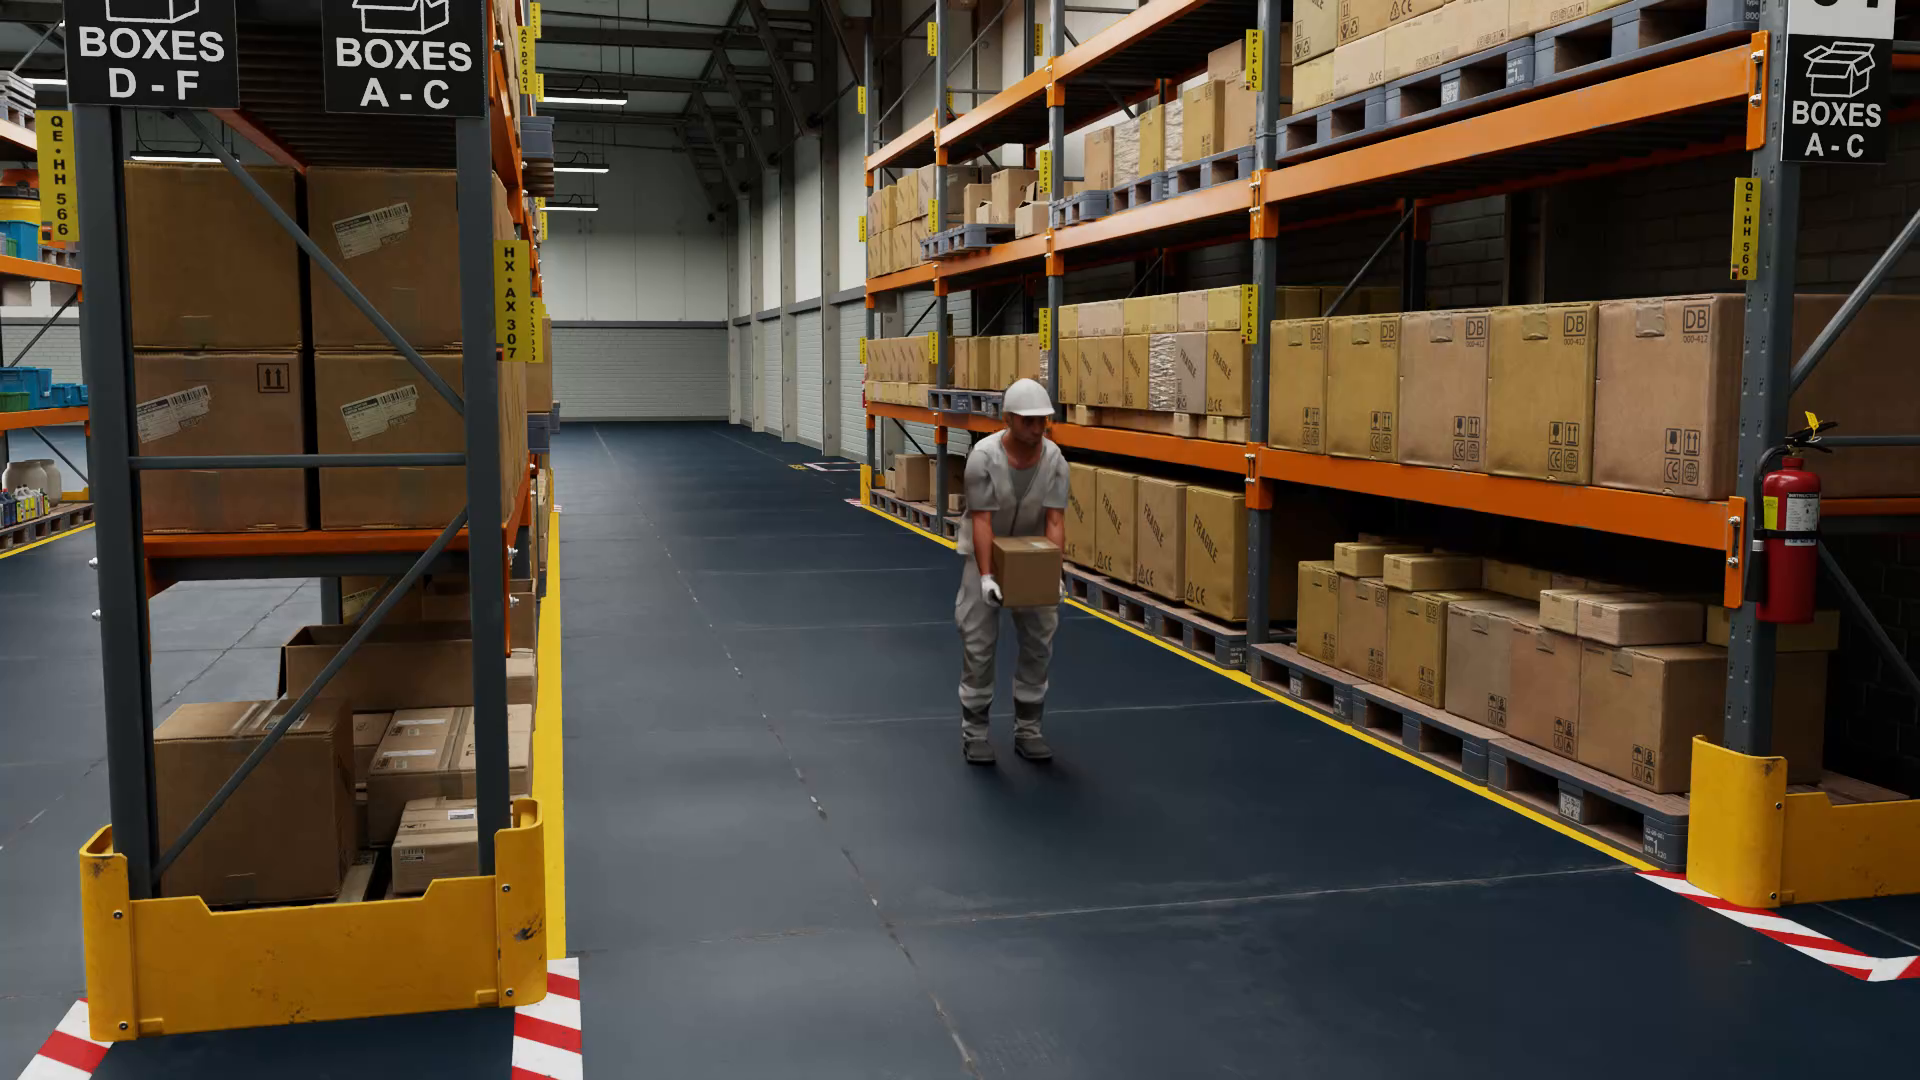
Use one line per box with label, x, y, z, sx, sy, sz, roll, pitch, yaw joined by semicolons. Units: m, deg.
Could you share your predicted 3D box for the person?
person;0.240;0.143;7.329;0.488;1.702;0.638;-2;6;-15
